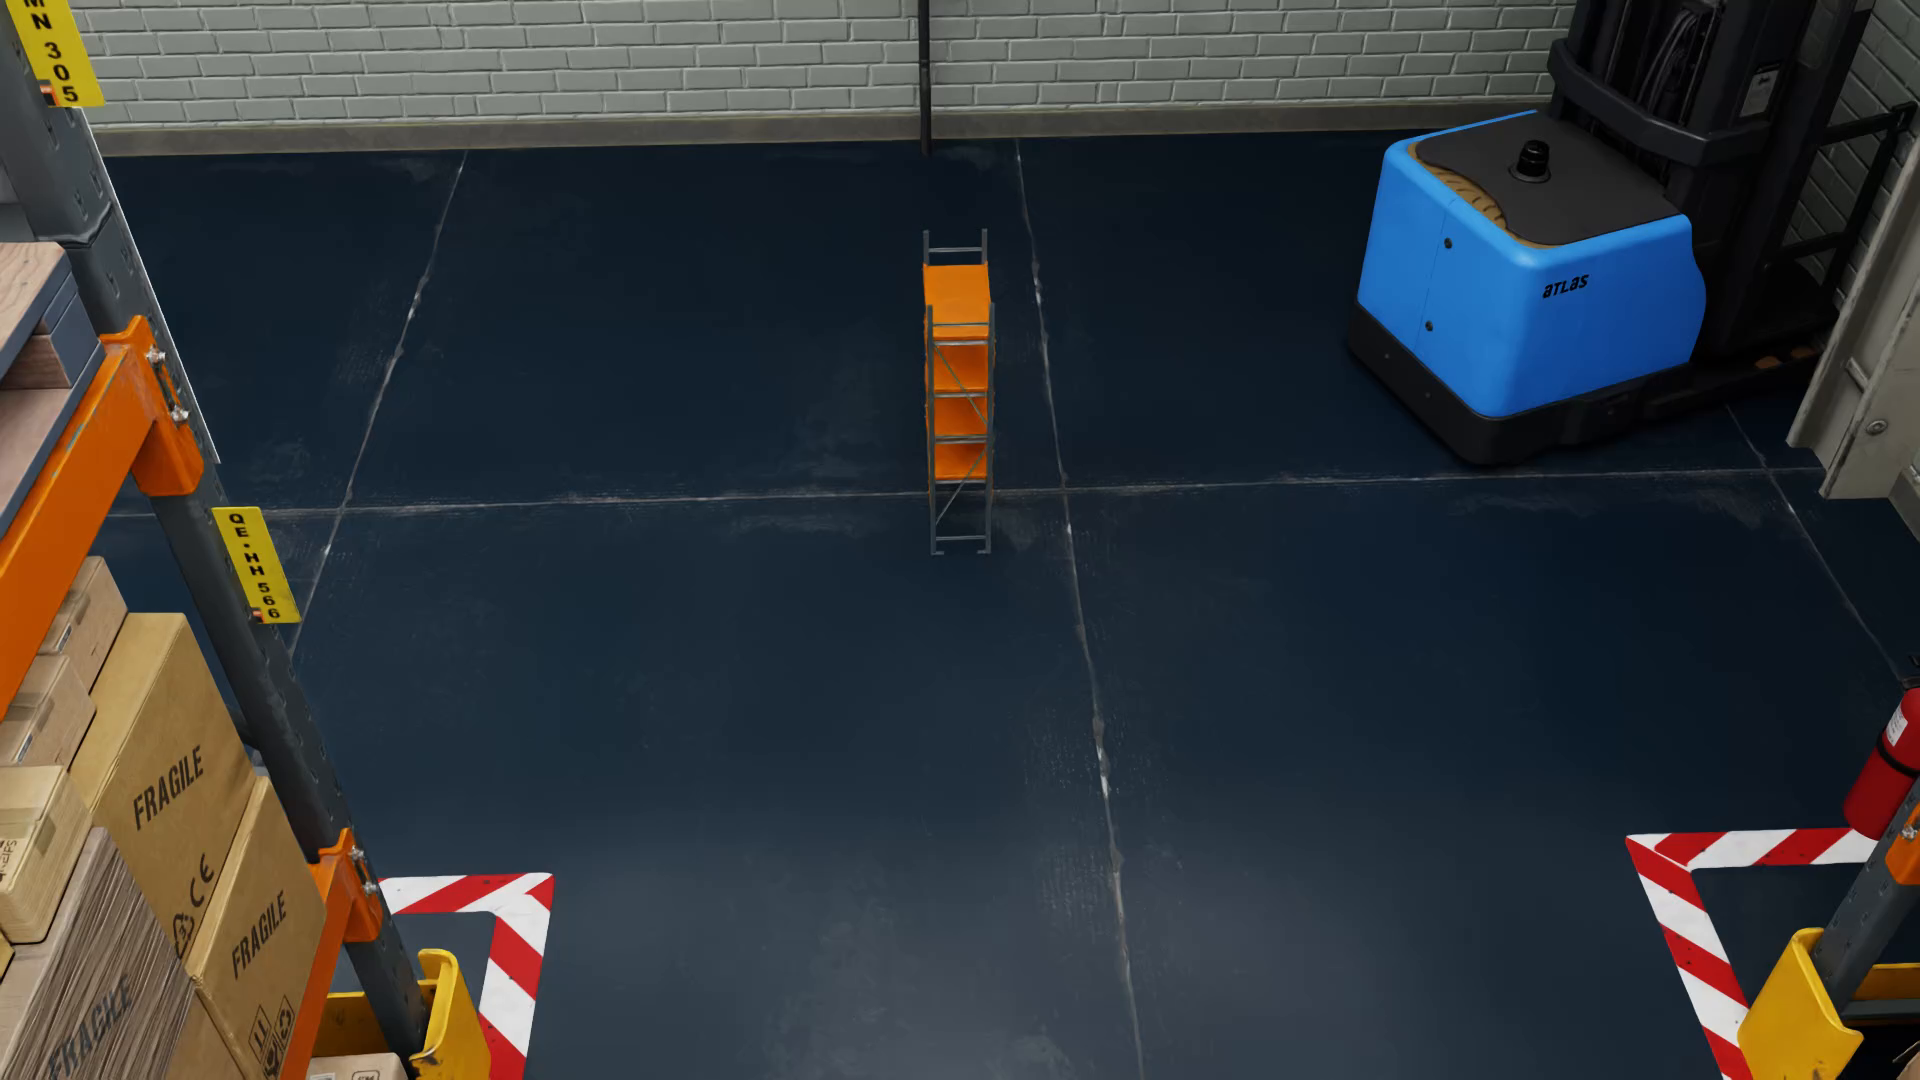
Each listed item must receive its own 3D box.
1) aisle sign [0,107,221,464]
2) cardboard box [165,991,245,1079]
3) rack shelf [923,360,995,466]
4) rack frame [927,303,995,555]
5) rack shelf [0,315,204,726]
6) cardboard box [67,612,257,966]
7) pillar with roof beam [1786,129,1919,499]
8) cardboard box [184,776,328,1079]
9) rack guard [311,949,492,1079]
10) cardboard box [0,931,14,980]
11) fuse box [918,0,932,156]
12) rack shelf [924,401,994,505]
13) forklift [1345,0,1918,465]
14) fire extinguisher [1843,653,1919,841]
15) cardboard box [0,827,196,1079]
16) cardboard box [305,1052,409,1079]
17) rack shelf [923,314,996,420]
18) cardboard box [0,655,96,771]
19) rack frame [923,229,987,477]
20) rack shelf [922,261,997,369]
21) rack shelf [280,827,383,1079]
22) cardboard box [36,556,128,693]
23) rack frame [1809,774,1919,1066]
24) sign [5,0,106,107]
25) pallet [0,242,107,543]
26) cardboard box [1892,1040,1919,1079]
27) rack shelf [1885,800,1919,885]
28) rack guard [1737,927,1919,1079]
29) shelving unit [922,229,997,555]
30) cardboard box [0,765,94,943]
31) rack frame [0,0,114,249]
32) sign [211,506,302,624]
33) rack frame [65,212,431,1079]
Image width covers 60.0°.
[{"bbox_3d":[-1.690,-0.440,3.086,0.394,0.787,0.004,-2,43,-2],"label":"aisle sign"},{"bbox_3d":[-1.706,1.196,3.151,0.500,0.500,0.500,-2,43,-3],"label":"cardboard box"},{"bbox_3d":[-0.007,-0.504,6.512,0.258,0.148,0.480,-2,43,-2],"label":"rack shelf"},{"bbox_3d":[0.003,-0.389,6.287,0.240,1.200,0.015,-2,43,-2],"label":"rack frame"},{"bbox_3d":[-1.912,1.086,1.658,1.077,0.370,4.000,-2,43,-2],"label":"rack shelf"},{"bbox_3d":[-1.739,0.489,3.182,0.500,0.500,0.500,0,43,0],"label":"cardboard box"},{"bbox_3d":[-0.553,-3.503,3.912,9.100,9.000,0.400,-2,43,-2],"label":"pillar with roof beam"},{"bbox_3d":[-1.712,0.857,3.521,0.500,0.500,0.500,-1,43,-2],"label":"cardboard box"},{"bbox_3d":[-1.998,1.481,4.764,1.175,0.500,0.348,-2,43,-2],"label":"rack guard"},{"bbox_3d":[-1.682,0.682,2.492,0.380,0.149,0.250,-1,43,-1],"label":"cardboard box"},{"bbox_3d":[-0.155,-2.717,8.448,0.539,1.711,0.414,-2,43,-2],"label":"fuse box"},{"bbox_3d":[-0.007,-0.358,6.646,0.258,0.148,0.480,-2,43,-2],"label":"rack shelf"},{"bbox_3d":[3.334,-2.051,6.818,3.031,2.935,1.130,-16,45,-17],"label":"forklift"},{"bbox_3d":[2.494,0.511,4.306,0.296,0.674,0.183,-2,43,-2],"label":"fire extinguisher"},{"bbox_3d":[-1.687,0.841,2.798,0.500,0.500,0.500,-2,43,-2],"label":"cardboard box"},{"bbox_3d":[-1.869,1.808,4.143,0.875,0.438,0.875,-3,43,-3],"label":"cardboard box"},{"bbox_3d":[-0.007,-0.669,6.361,0.258,0.148,0.480,-2,43,-2],"label":"rack shelf"},{"bbox_3d":[-1.747,0.339,2.867,0.380,0.149,0.250,-1,43,-1],"label":"cardboard box"},{"bbox_3d":[-0.017,-0.719,6.646,0.240,1.200,0.015,-2,43,-2],"label":"rack frame"},{"bbox_3d":[-0.007,-0.844,6.201,0.258,0.148,0.480,-2,43,-2],"label":"rack shelf"},{"bbox_3d":[-1.912,2.191,2.672,1.077,0.370,4.000,-2,43,-2],"label":"rack shelf"},{"bbox_3d":[-1.782,0.168,3.053,0.380,0.149,0.250,-1,43,-1],"label":"cardboard box"},{"bbox_3d":[2.962,0.431,4.060,1.000,3.000,0.127,-2,43,-2],"label":"rack frame"},{"bbox_3d":[-1.454,-0.833,2.622,0.100,0.325,0.005,-2,43,-2],"label":"sign"},{"bbox_3d":[-1.955,0.003,2.372,1.003,0.211,1.213,-2,43,-2],"label":"pallet"},{"bbox_3d":[2.893,1.612,4.308,0.797,0.503,0.637,-3,43,-3],"label":"cardboard box"},{"bbox_3d":[3.047,2.046,2.830,1.077,0.370,4.000,-2,43,-2],"label":"rack shelf"},{"bbox_3d":[2.965,1.404,4.848,1.175,0.500,0.348,-2,43,-2],"label":"rack guard"},{"bbox_3d":[-0.007,-0.554,6.466,0.258,1.200,0.503,-2,43,-2],"label":"shelving unit"},{"bbox_3d":[-1.652,0.511,2.679,0.380,0.149,0.250,-2,43,-2],"label":"cardboard box"},{"bbox_3d":[-1.997,-1.636,1.875,1.000,3.000,0.127,-2,43,-2],"label":"rack frame"},{"bbox_3d":[-1.454,0.056,3.437,0.100,0.325,0.005,-2,43,-2],"label":"sign"},{"bbox_3d":[-1.997,0.576,3.902,1.000,3.000,0.127,-2,43,-2],"label":"rack frame"}]
